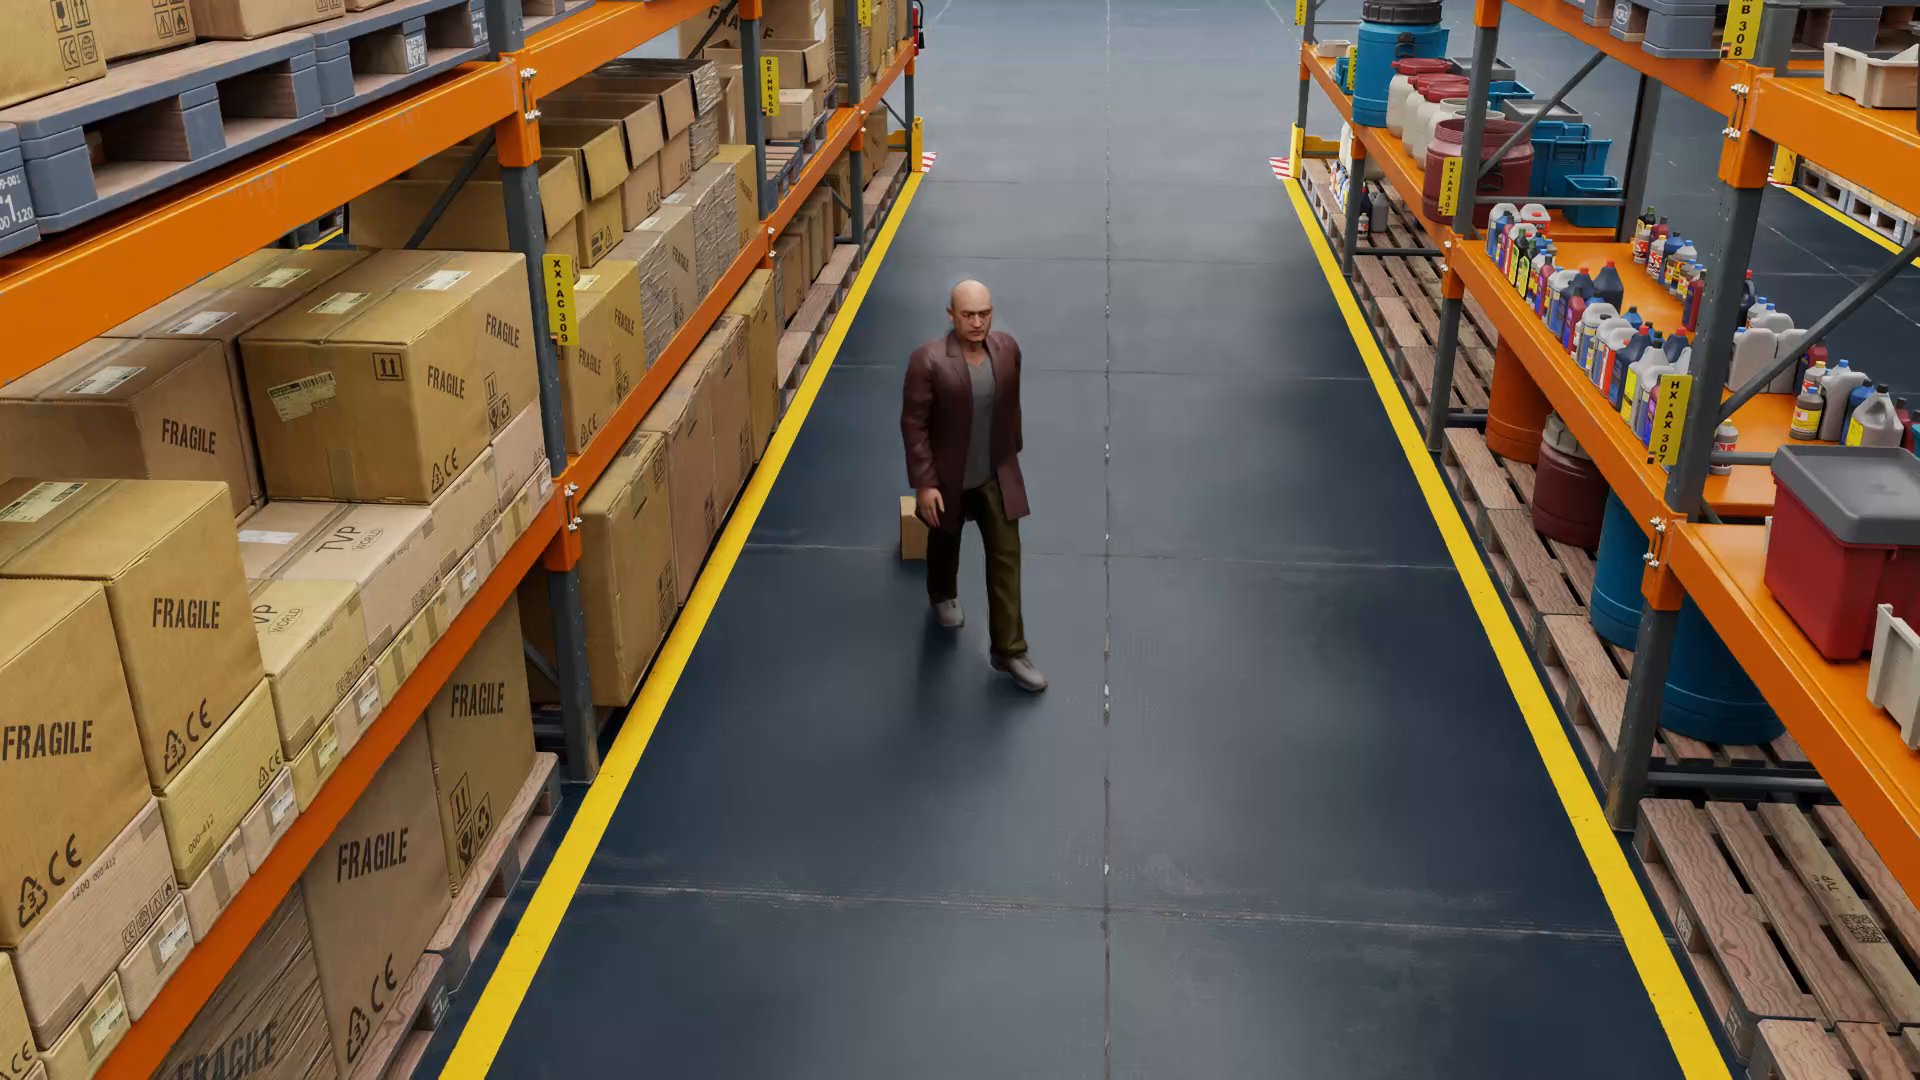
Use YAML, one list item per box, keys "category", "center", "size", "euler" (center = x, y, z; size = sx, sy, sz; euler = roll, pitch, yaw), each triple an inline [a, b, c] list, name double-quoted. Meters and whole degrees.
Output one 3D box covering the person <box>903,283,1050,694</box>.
- category: "person"
  center: [0.053, -0.277, 7.215]
  size: [0.607, 1.713, 1.098]
  euler: [-7, 25, -14]
